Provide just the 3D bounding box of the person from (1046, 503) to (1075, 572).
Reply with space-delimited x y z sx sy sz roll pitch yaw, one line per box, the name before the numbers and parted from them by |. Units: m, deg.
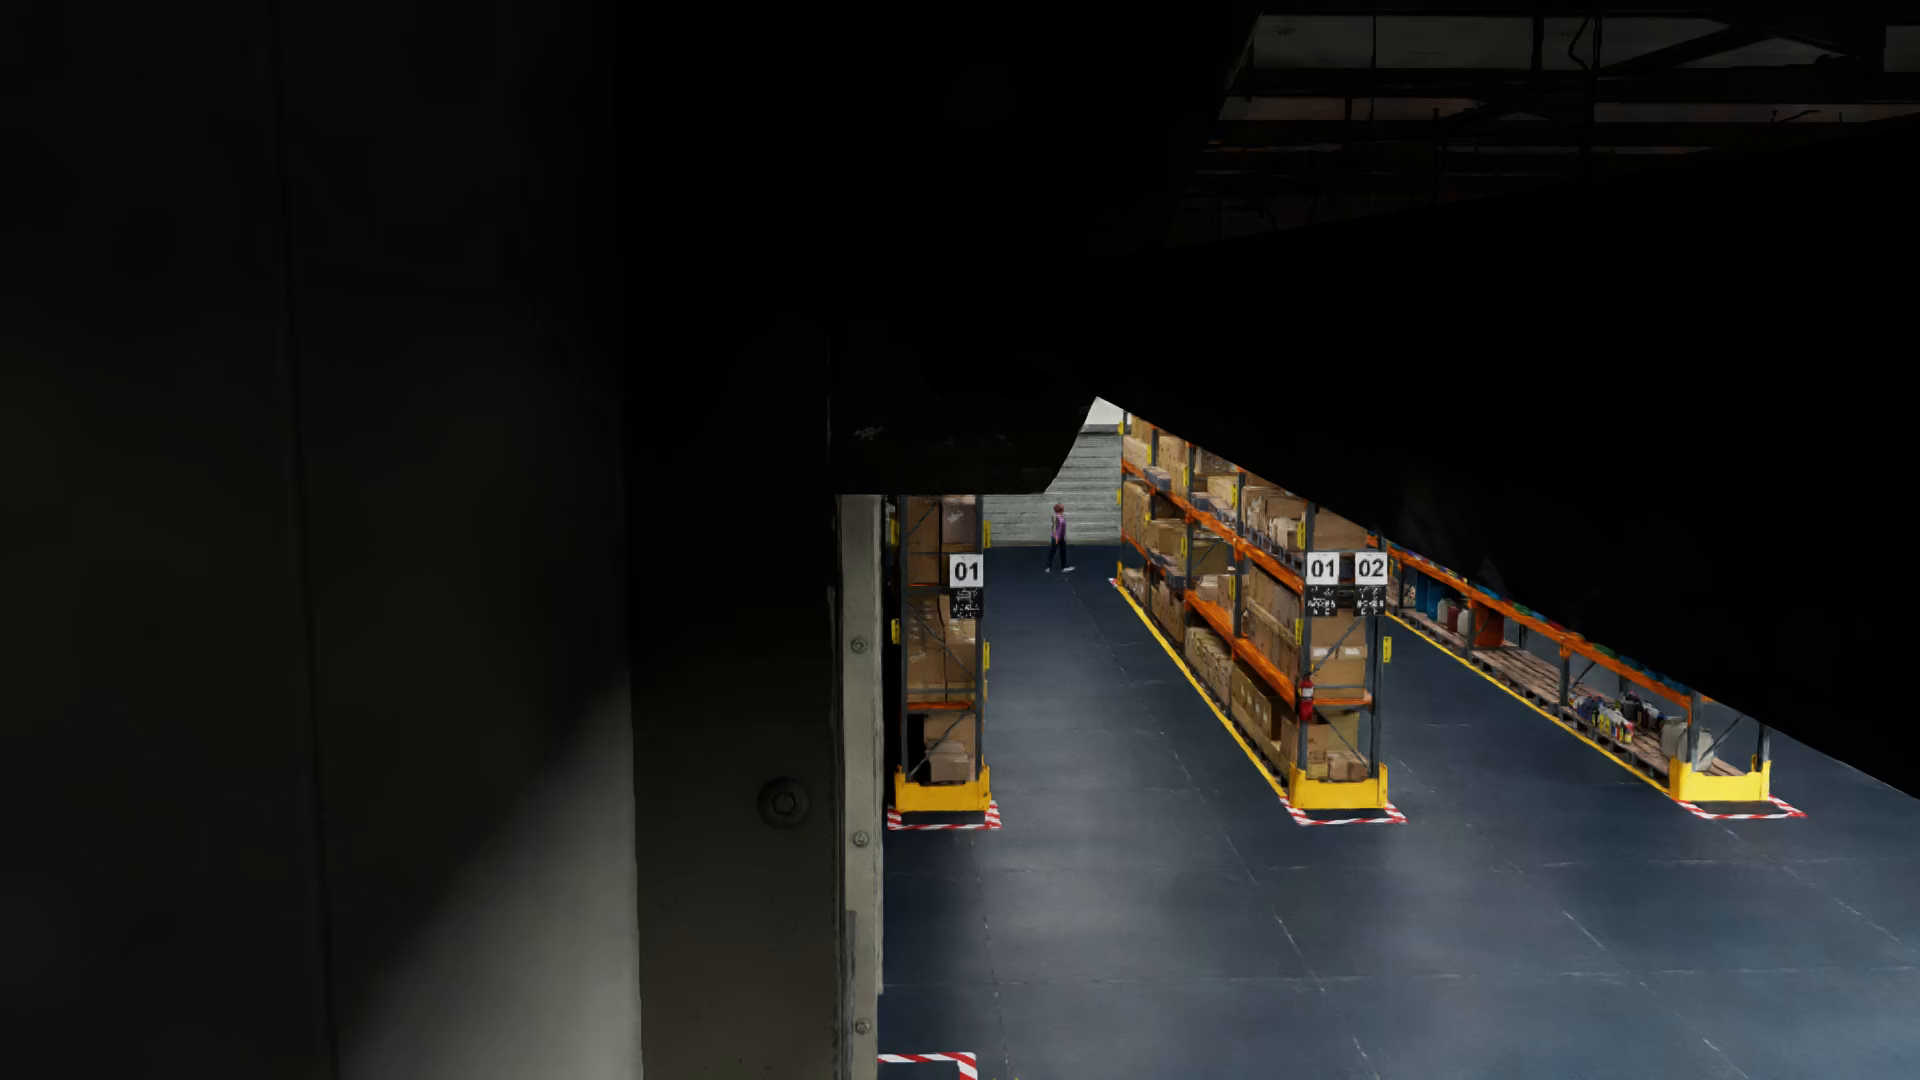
person | 2.270 -0.071 38.043 0.530 1.586 0.636 6 10 34
